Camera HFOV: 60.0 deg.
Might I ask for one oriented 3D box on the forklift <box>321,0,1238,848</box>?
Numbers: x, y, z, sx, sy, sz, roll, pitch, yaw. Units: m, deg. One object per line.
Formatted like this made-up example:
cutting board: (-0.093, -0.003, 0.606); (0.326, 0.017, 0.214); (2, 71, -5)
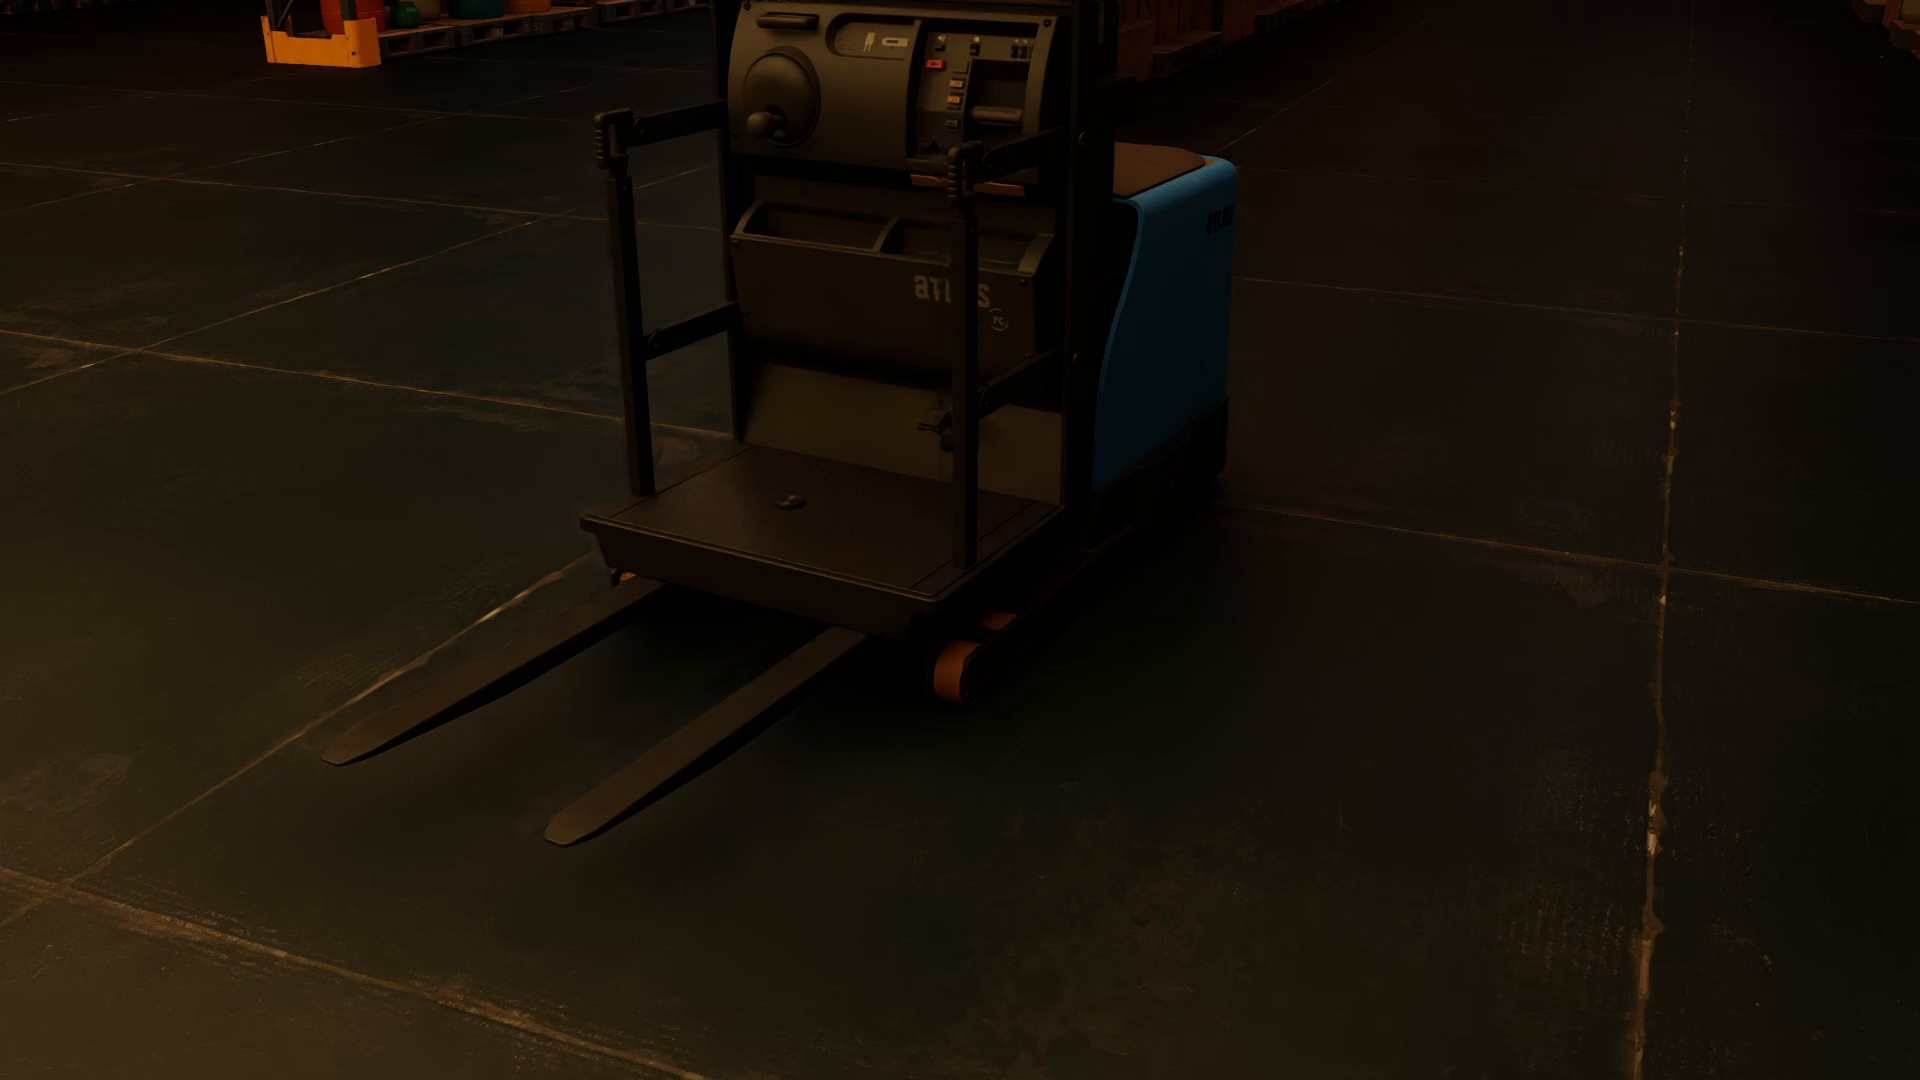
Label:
forklift: (-0.290, -1.141, 4.023); (1.130, 2.935, 3.031); (12, 26, 27)
